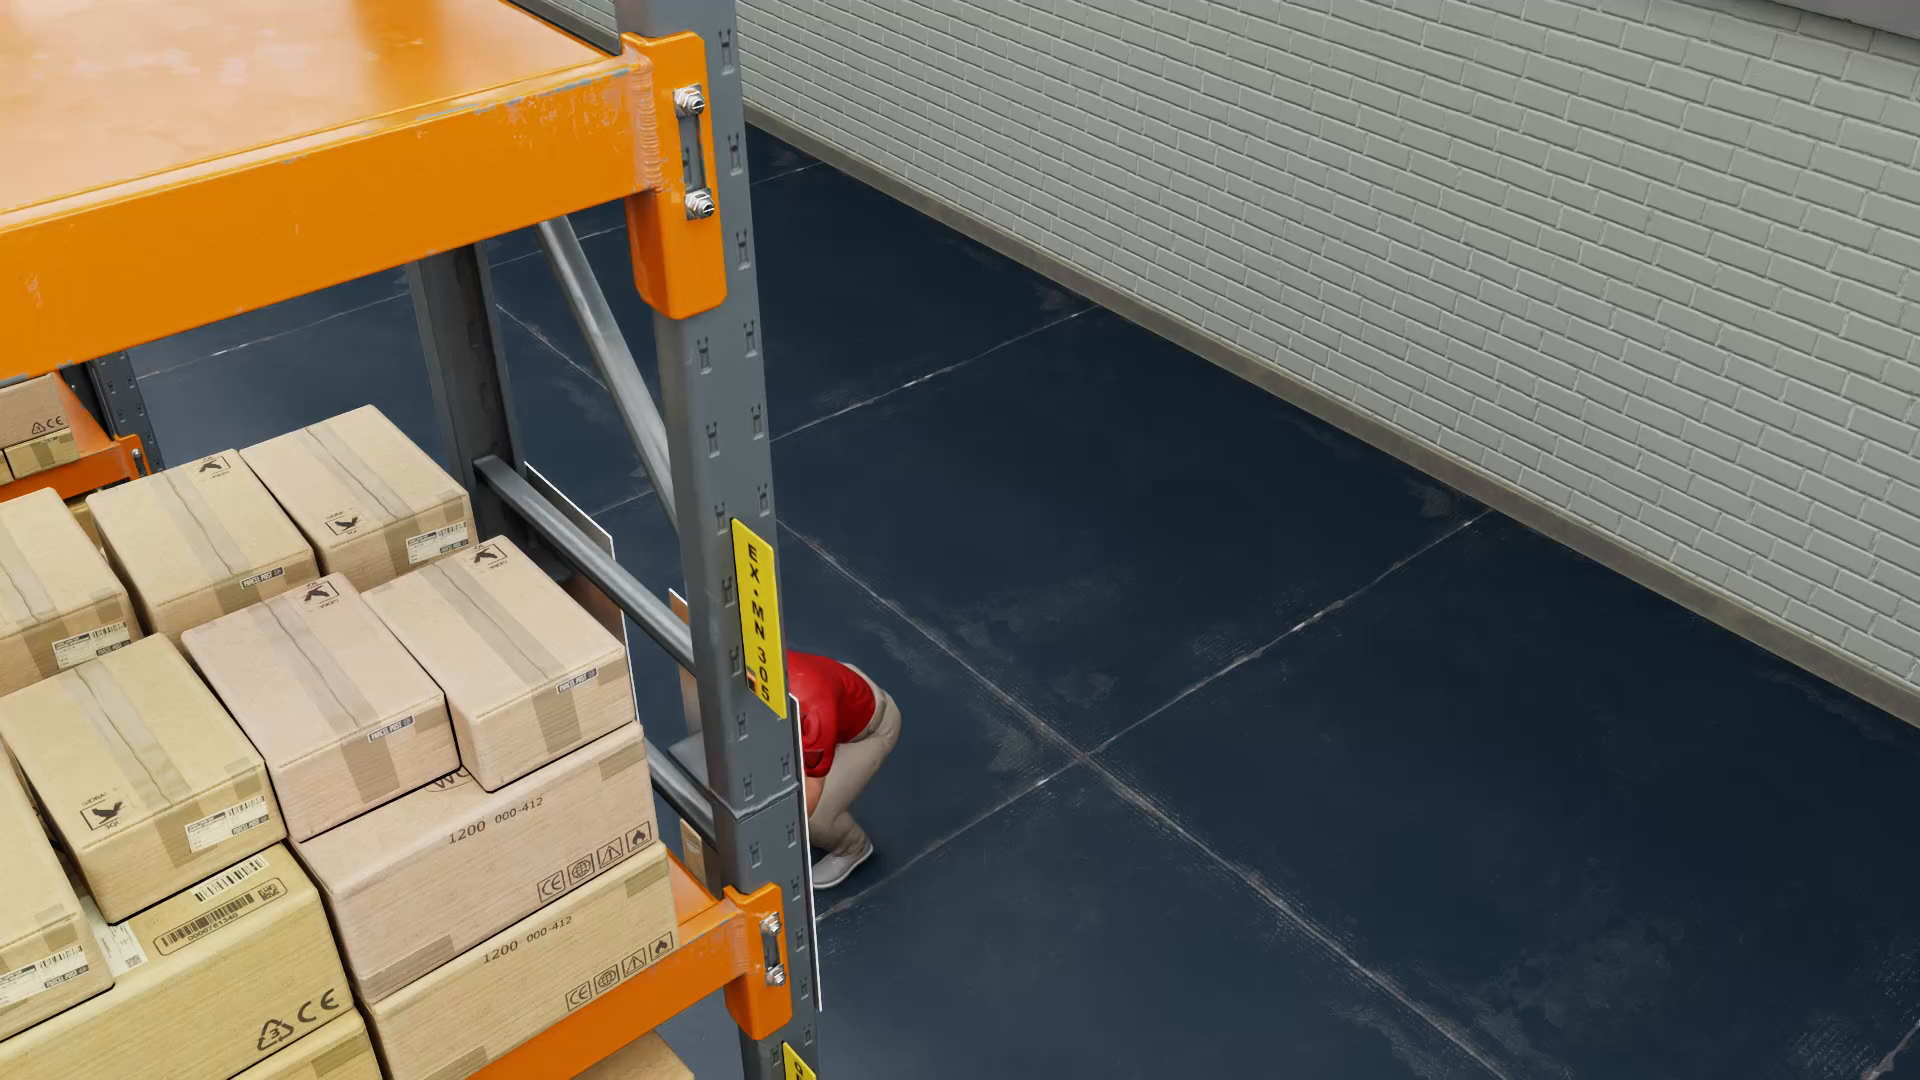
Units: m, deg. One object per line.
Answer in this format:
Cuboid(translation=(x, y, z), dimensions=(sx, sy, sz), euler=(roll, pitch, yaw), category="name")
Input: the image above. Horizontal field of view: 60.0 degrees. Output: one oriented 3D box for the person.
Cuboid(translation=(-0.582, 0.826, 6.416), dimensions=(0.805, 1.181, 0.579), euler=(-26, 43, -32), category="person")
